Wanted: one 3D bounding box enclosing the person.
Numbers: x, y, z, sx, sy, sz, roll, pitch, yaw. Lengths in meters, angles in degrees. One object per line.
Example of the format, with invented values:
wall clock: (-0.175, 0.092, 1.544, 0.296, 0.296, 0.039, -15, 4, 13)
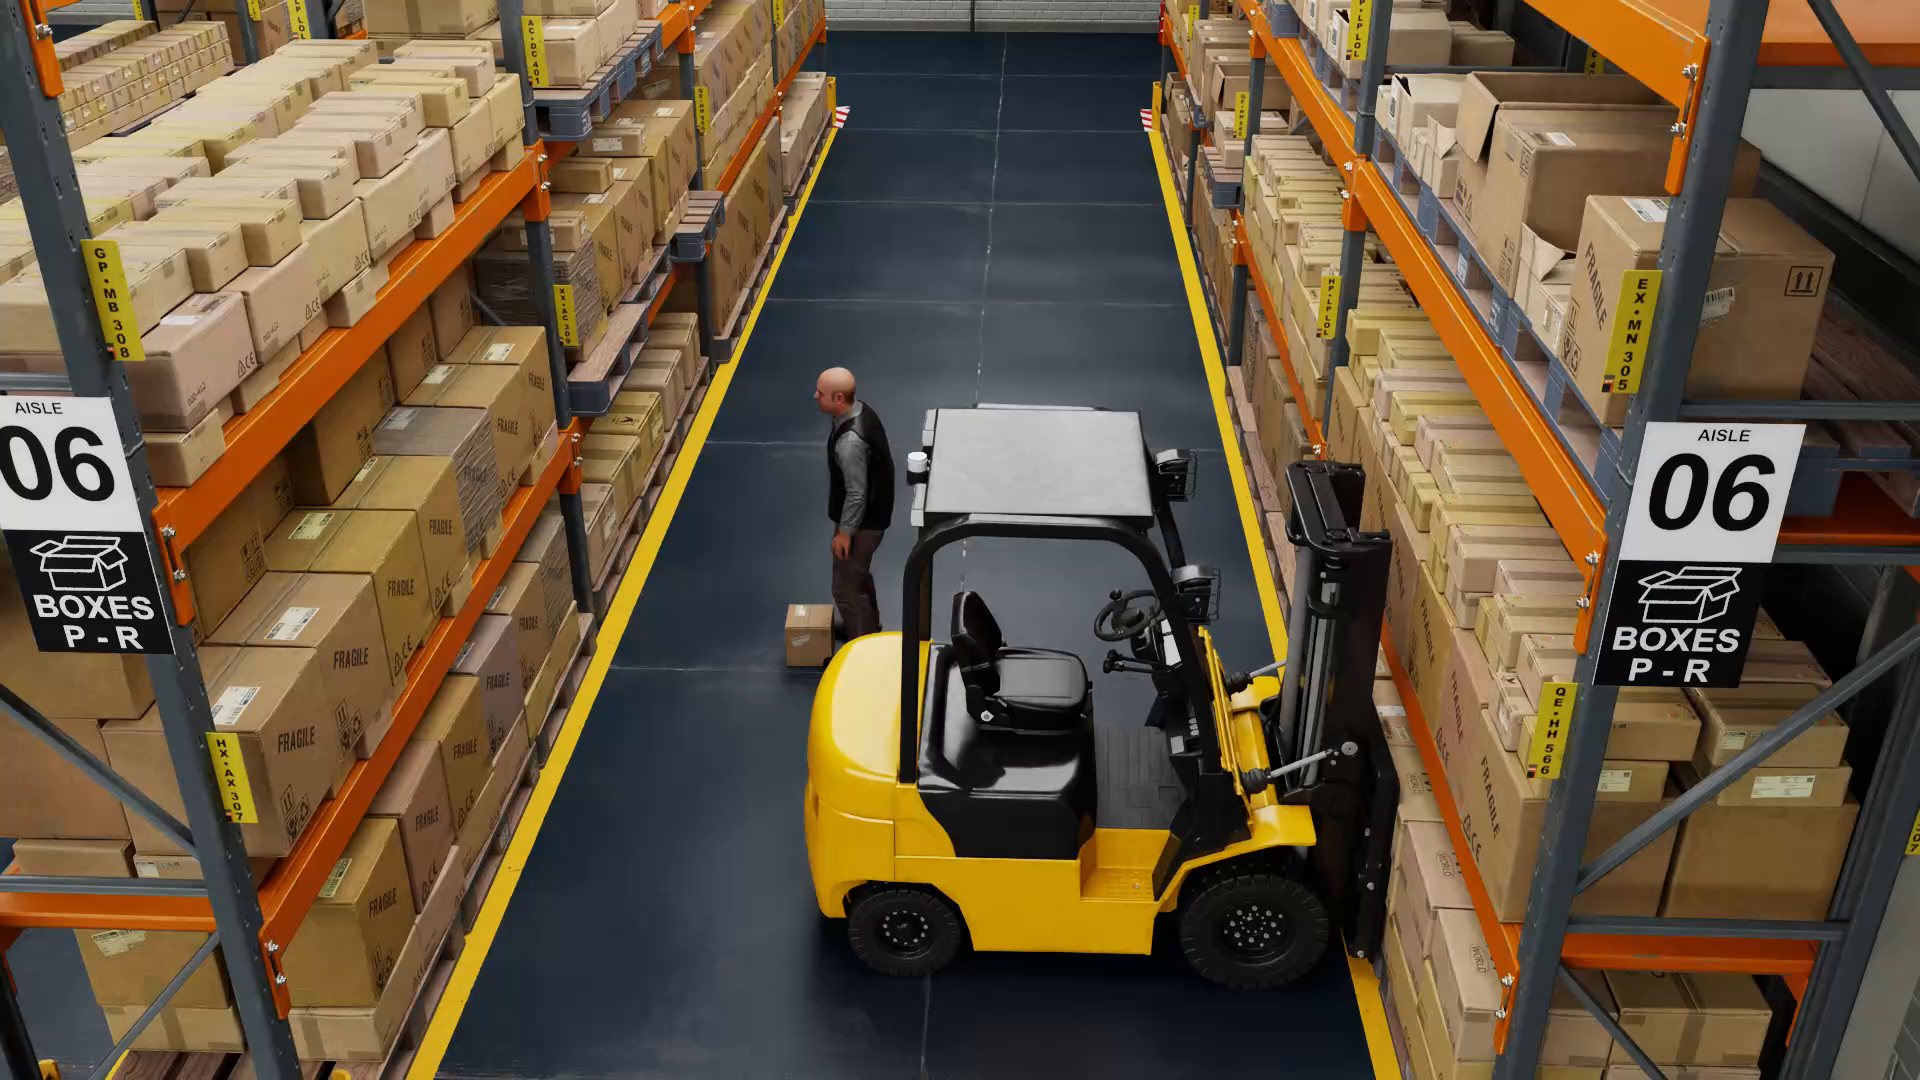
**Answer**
person: (-0.549, -0.119, 8.872, 0.412, 1.722, 0.591, 0, 28, 0)
